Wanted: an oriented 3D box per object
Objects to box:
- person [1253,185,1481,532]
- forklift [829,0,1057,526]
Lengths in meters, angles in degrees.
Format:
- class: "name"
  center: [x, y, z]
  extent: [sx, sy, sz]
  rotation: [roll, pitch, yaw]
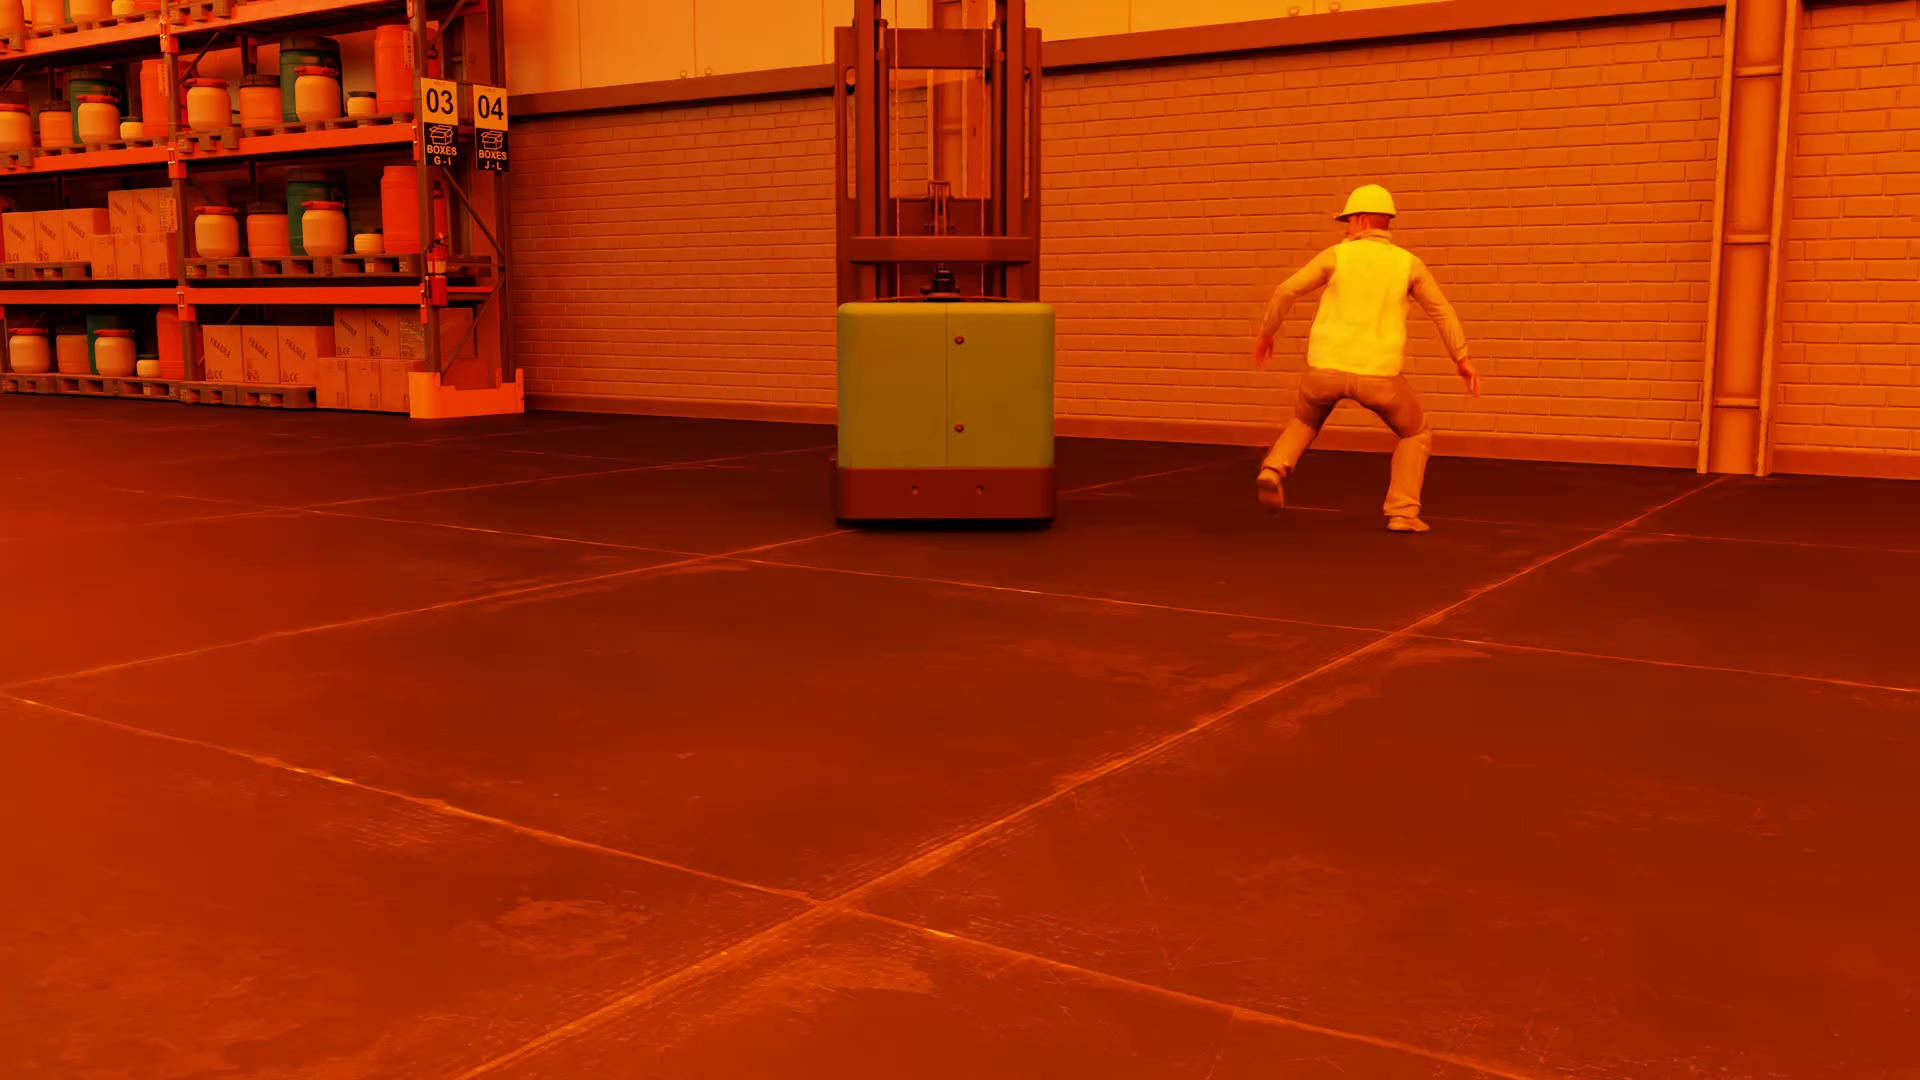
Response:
- class: "person"
  center: [1.923, -0.841, 7.879]
  extent: [1.047, 1.653, 0.503]
  rotation: [3, 9, 21]
- class: "forklift"
  center: [-0.127, -1.692, 9.092]
  extent: [1.130, 2.935, 3.031]
  rotation: [0, 8, -3]
